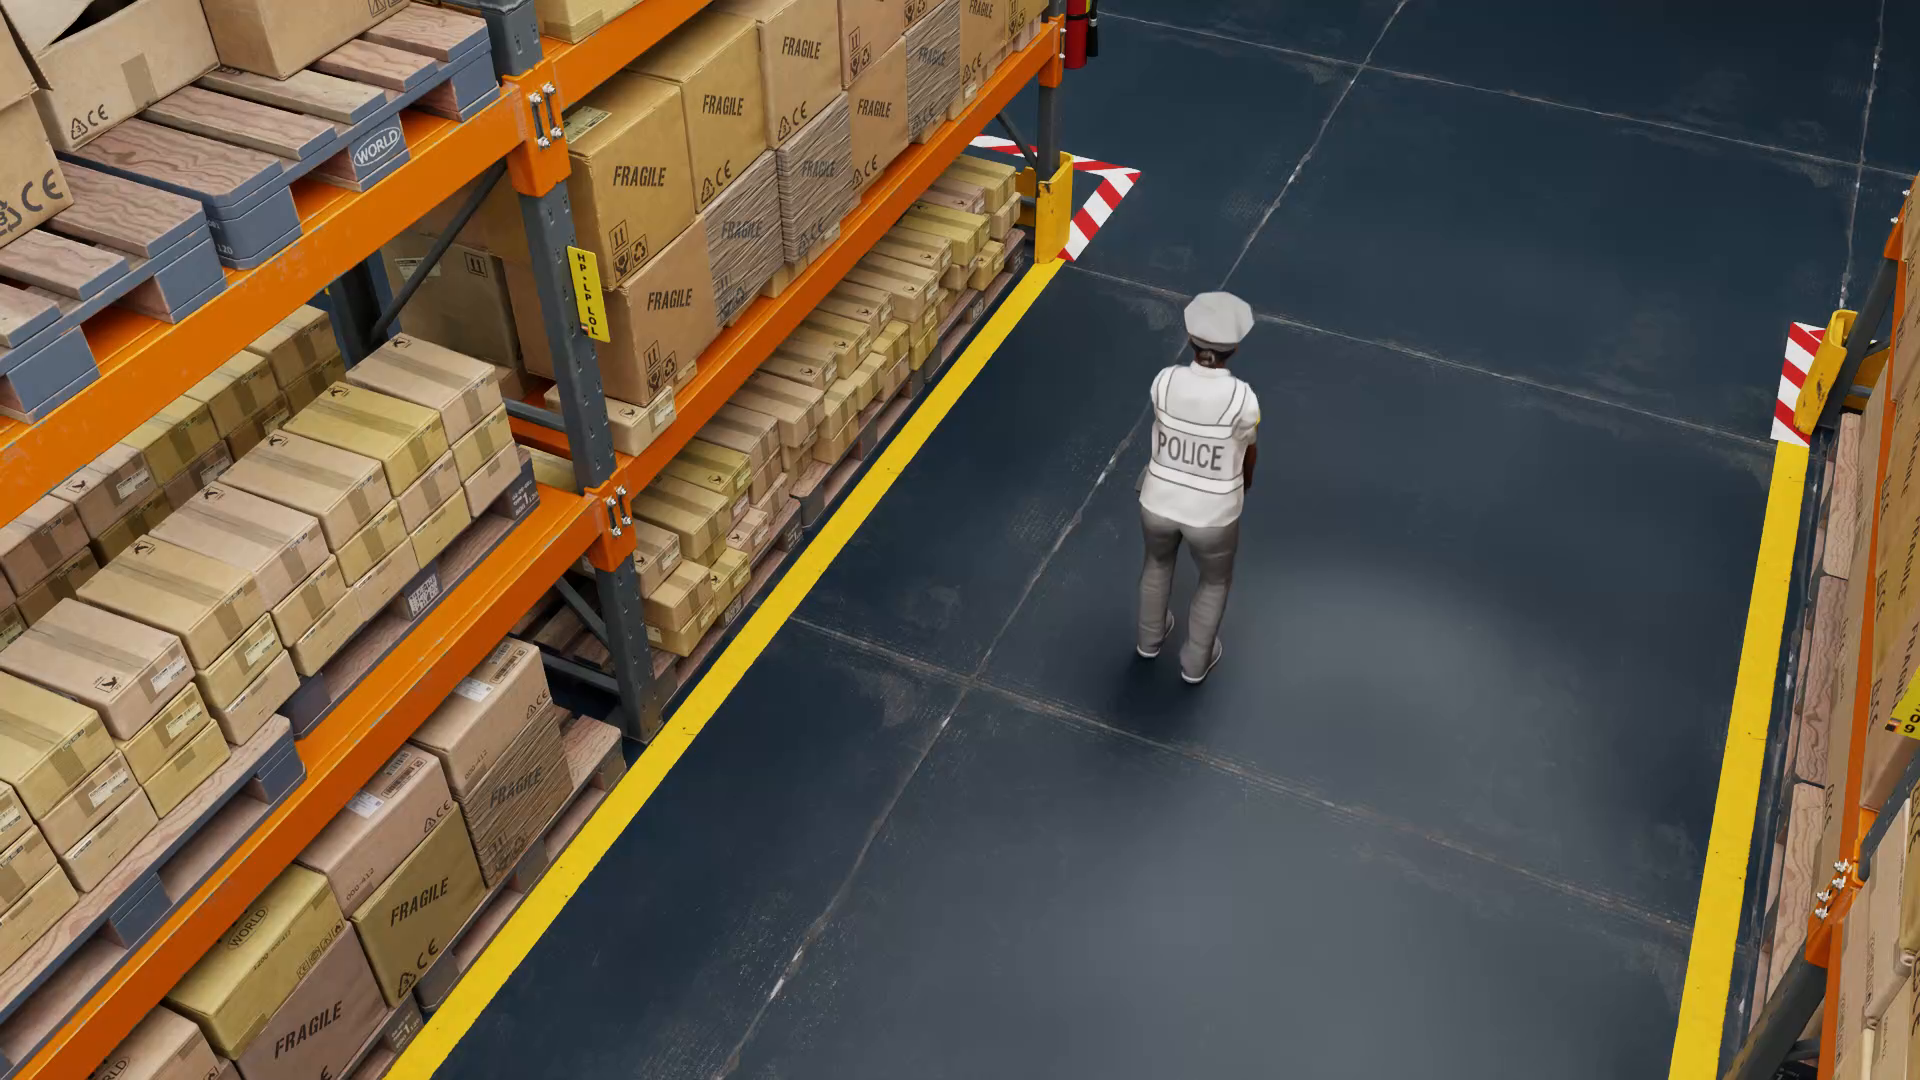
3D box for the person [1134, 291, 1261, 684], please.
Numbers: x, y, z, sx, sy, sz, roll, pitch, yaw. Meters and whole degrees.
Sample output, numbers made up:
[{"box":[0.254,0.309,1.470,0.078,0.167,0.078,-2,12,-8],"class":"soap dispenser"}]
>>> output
[{"box":[0.903,-0.179,6.377,0.416,1.646,0.555,17,45,18],"class":"person"}]
